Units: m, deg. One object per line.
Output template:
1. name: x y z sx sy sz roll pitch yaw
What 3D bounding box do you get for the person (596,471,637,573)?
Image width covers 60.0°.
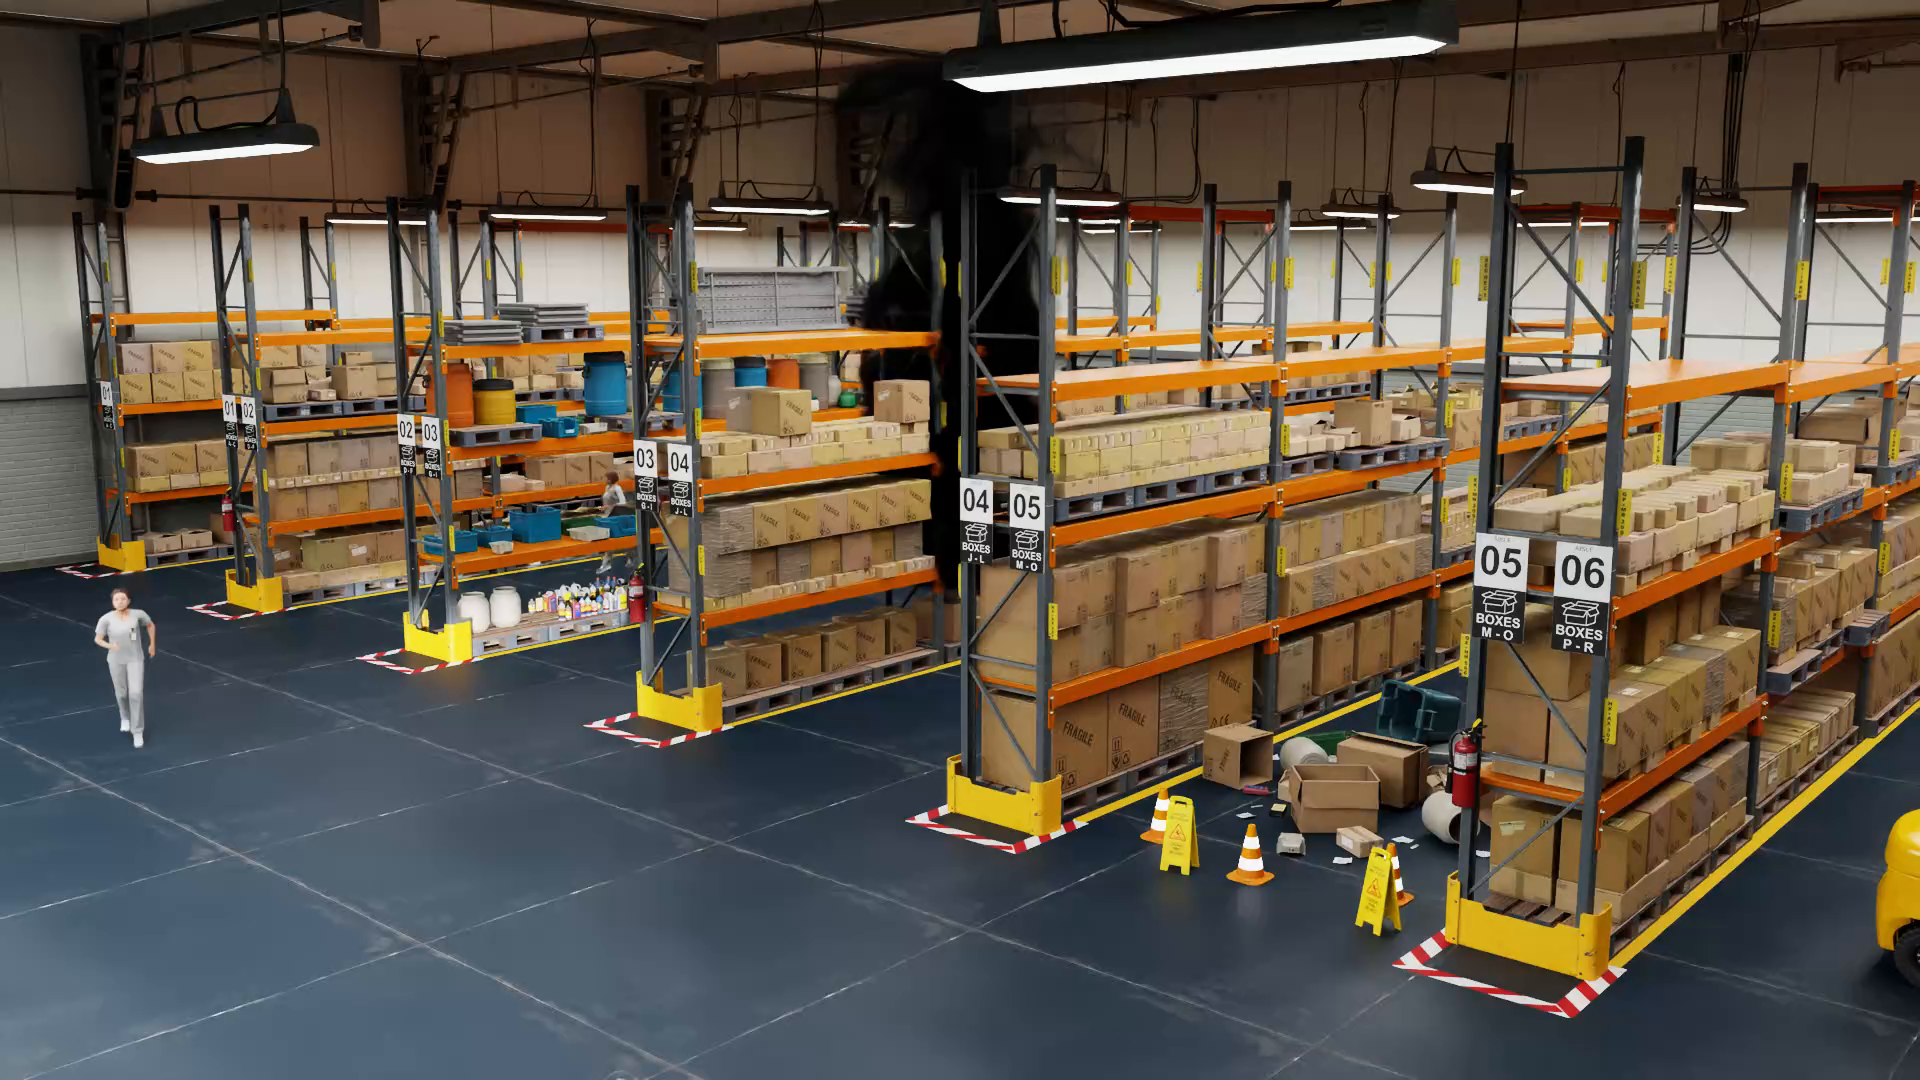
1. person: -5.484 -0.306 26.507 0.526 1.617 0.760 9 13 43

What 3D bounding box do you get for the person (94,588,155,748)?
1. person: -9.071 1.353 18.114 0.584 1.717 0.819 -4 10 -24
